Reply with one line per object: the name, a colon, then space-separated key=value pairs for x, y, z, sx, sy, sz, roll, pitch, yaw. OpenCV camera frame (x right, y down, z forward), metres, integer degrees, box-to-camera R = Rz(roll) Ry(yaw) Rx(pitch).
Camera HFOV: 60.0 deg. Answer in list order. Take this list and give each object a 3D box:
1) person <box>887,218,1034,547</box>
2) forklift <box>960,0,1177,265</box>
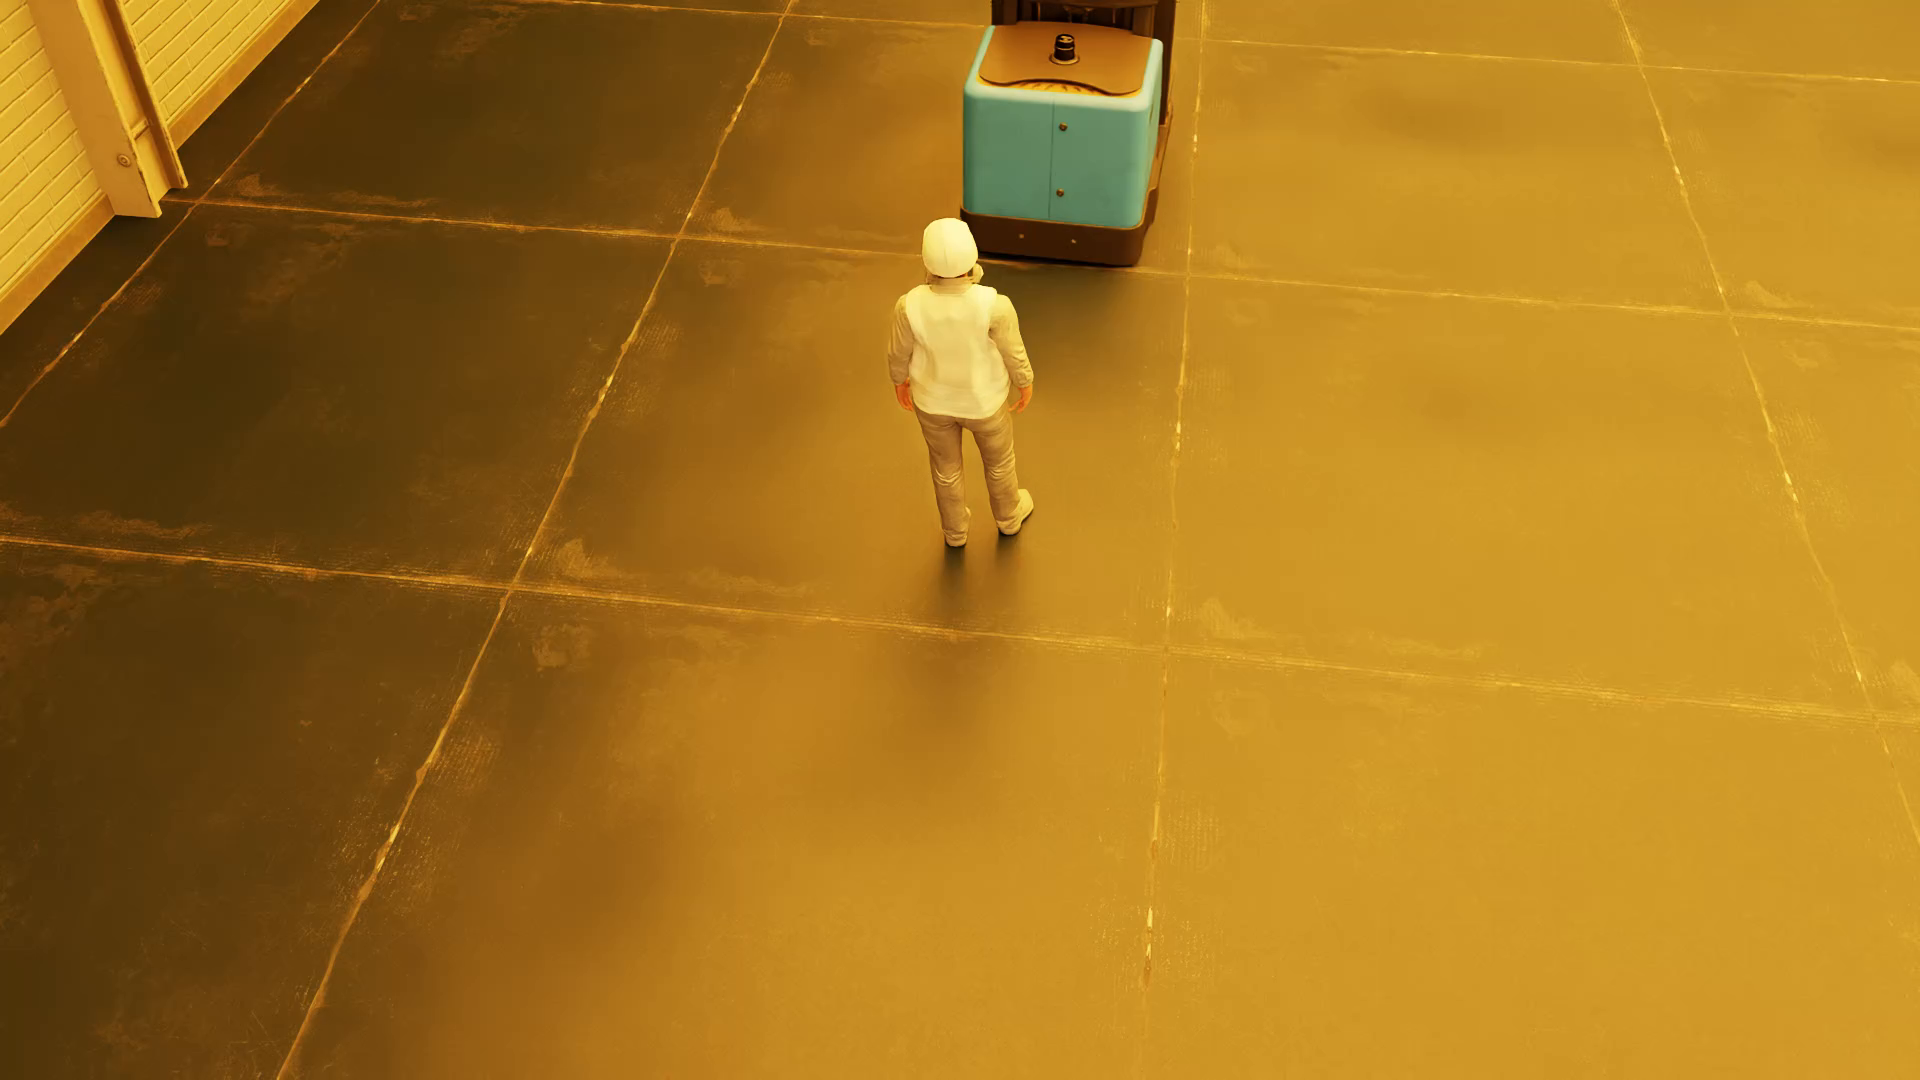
person: x=0.016 y=-0.700 z=7.331 sx=0.634 sy=1.775 sz=0.566 roll=5 pitch=43 yaw=6
forklift: x=0.777 y=-3.652 z=9.700 sx=1.130 sy=2.935 sz=3.031 roll=7 pitch=43 yaw=8
